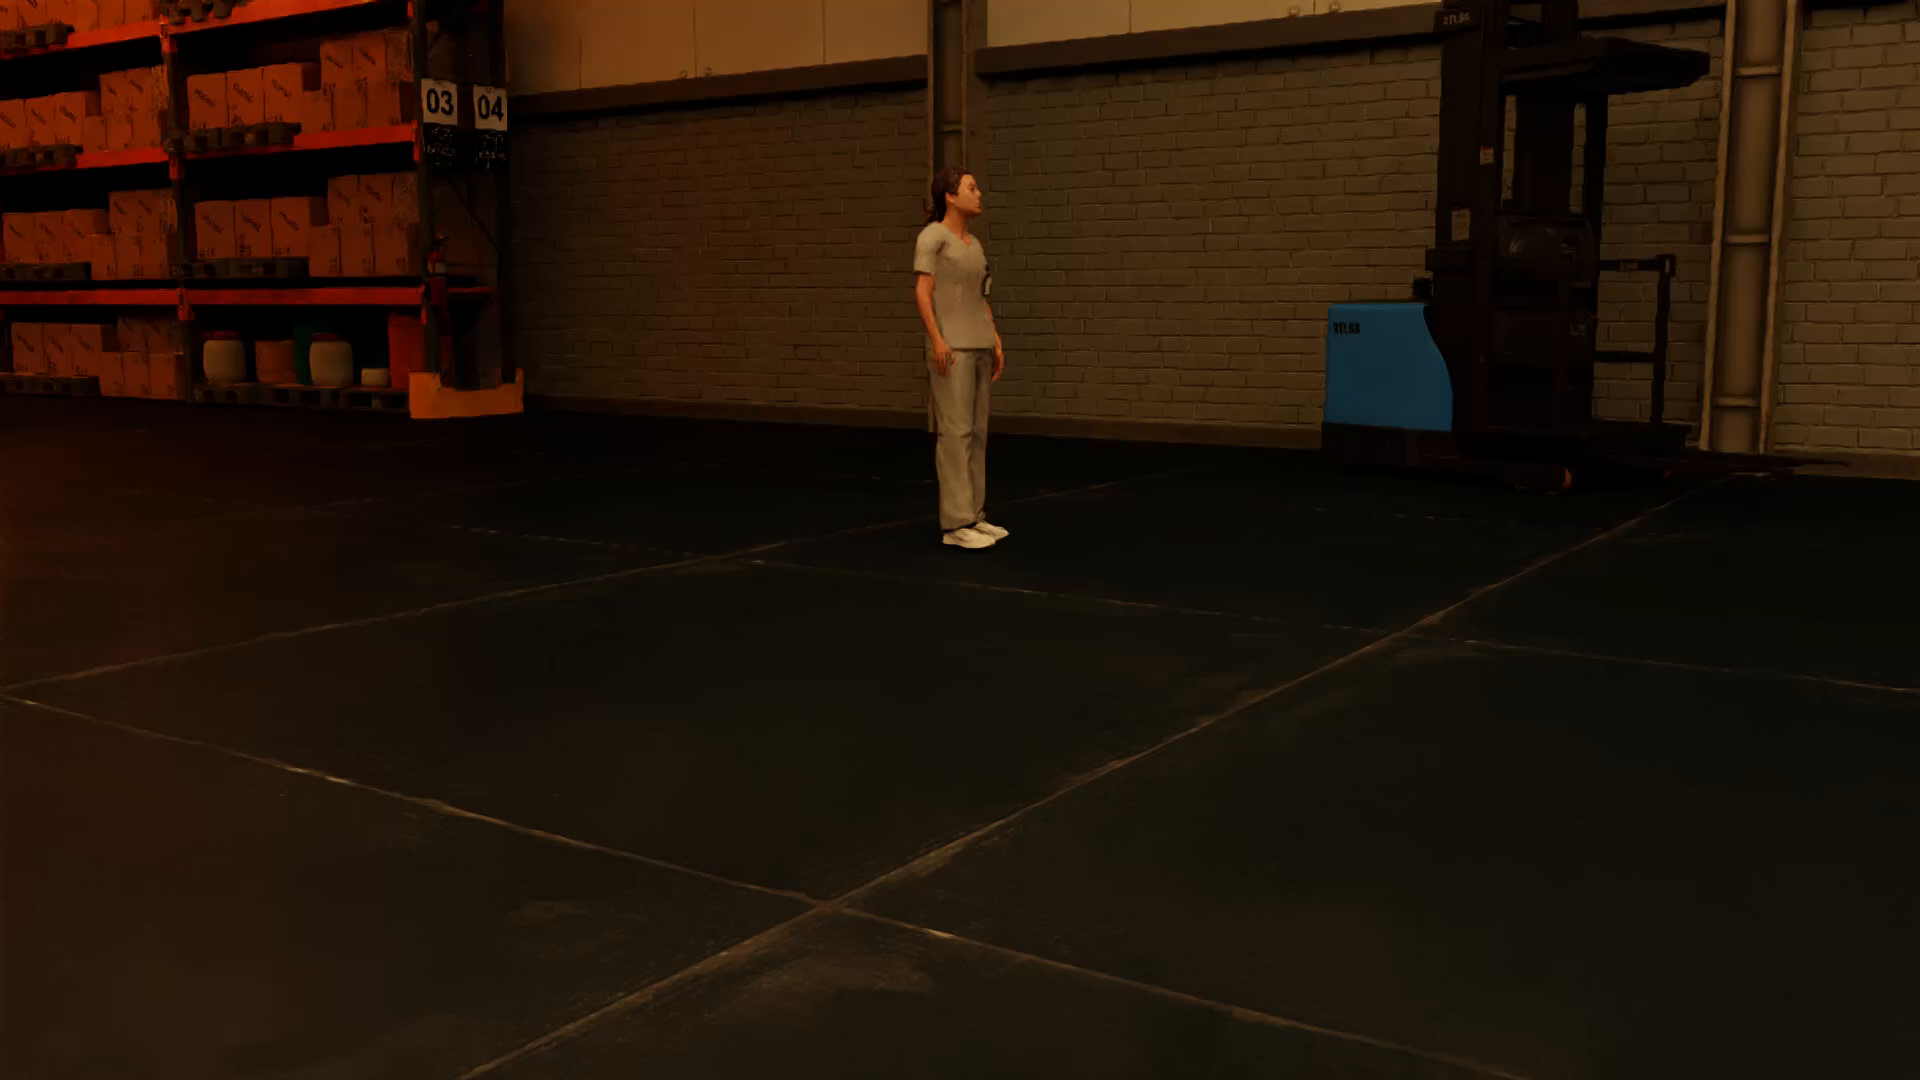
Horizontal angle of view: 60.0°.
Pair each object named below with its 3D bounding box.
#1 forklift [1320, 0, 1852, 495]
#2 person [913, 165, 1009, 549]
[{"bbox_3d":[3.621,-1.785,9.746,1.130,2.935,3.031,-6,10,-36],"label":"forklift"},{"bbox_3d":[0.054,-0.823,7.434,0.548,1.663,0.550,5,10,34],"label":"person"}]
